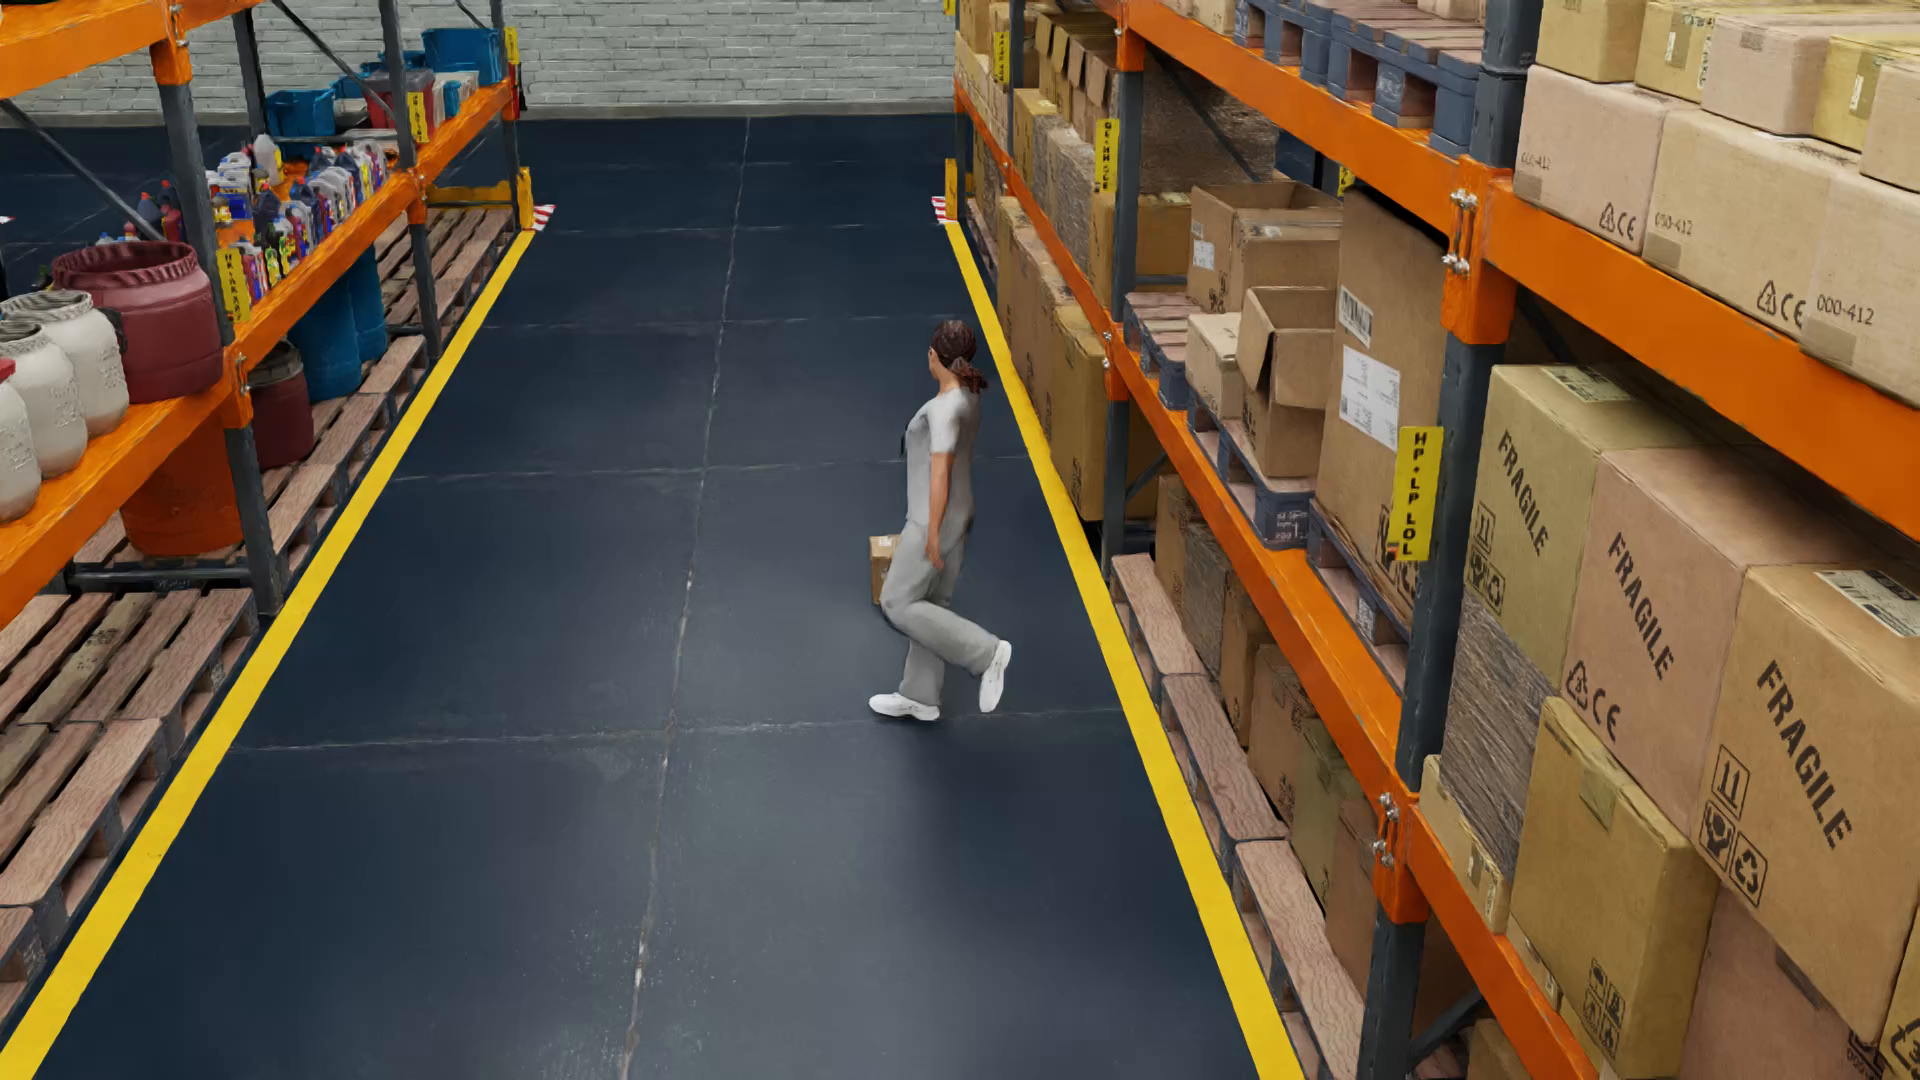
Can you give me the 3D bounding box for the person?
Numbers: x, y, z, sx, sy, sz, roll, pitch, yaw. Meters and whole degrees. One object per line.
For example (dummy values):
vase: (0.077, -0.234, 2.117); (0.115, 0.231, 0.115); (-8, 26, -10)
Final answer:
person: (-0.067, -0.068, 6.763); (0.605, 1.641, 0.553); (3, 24, 8)
